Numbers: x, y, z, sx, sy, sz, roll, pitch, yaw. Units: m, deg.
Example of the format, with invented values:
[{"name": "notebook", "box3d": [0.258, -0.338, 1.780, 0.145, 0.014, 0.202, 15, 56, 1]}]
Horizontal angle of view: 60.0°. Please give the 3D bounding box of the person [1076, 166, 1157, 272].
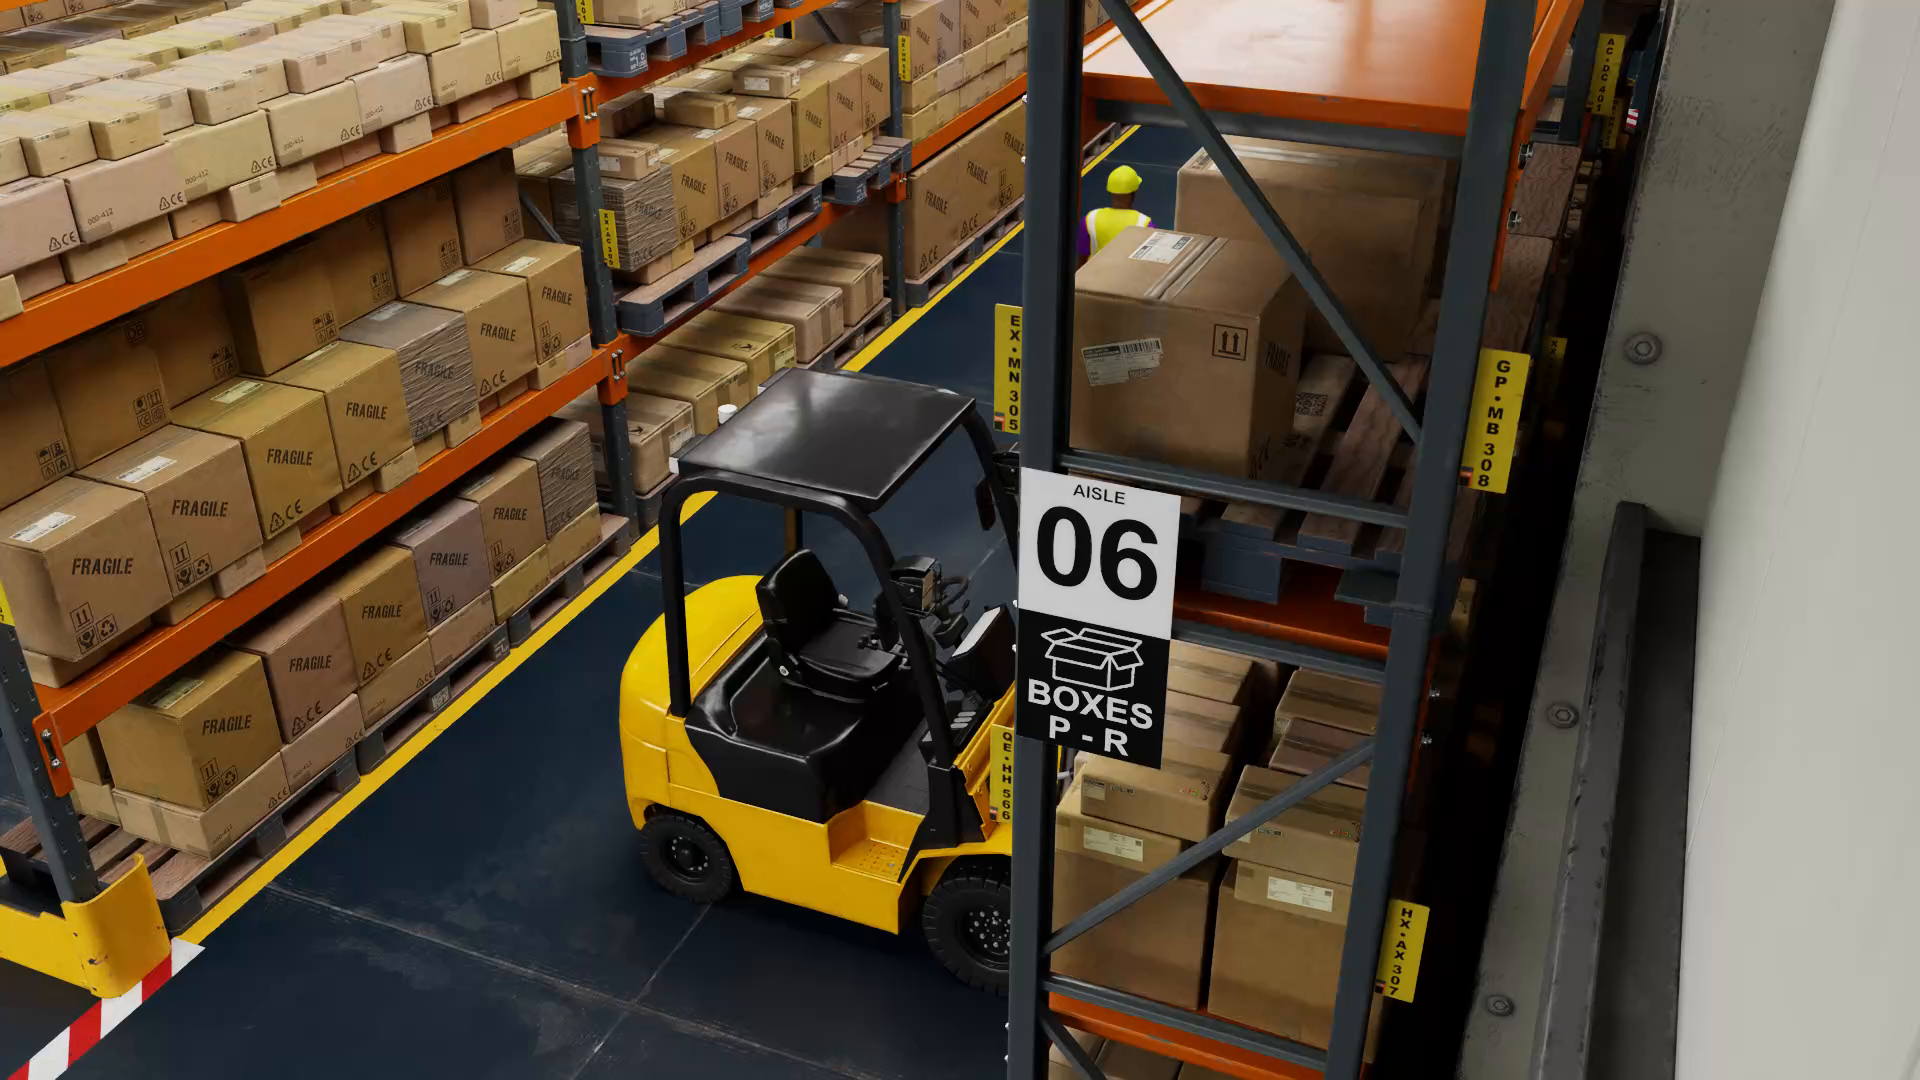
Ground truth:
[{"name": "person", "box3d": [1.066, -1.680, 11.286, 0.602, 1.756, 0.483, 10, 31, 17]}]
